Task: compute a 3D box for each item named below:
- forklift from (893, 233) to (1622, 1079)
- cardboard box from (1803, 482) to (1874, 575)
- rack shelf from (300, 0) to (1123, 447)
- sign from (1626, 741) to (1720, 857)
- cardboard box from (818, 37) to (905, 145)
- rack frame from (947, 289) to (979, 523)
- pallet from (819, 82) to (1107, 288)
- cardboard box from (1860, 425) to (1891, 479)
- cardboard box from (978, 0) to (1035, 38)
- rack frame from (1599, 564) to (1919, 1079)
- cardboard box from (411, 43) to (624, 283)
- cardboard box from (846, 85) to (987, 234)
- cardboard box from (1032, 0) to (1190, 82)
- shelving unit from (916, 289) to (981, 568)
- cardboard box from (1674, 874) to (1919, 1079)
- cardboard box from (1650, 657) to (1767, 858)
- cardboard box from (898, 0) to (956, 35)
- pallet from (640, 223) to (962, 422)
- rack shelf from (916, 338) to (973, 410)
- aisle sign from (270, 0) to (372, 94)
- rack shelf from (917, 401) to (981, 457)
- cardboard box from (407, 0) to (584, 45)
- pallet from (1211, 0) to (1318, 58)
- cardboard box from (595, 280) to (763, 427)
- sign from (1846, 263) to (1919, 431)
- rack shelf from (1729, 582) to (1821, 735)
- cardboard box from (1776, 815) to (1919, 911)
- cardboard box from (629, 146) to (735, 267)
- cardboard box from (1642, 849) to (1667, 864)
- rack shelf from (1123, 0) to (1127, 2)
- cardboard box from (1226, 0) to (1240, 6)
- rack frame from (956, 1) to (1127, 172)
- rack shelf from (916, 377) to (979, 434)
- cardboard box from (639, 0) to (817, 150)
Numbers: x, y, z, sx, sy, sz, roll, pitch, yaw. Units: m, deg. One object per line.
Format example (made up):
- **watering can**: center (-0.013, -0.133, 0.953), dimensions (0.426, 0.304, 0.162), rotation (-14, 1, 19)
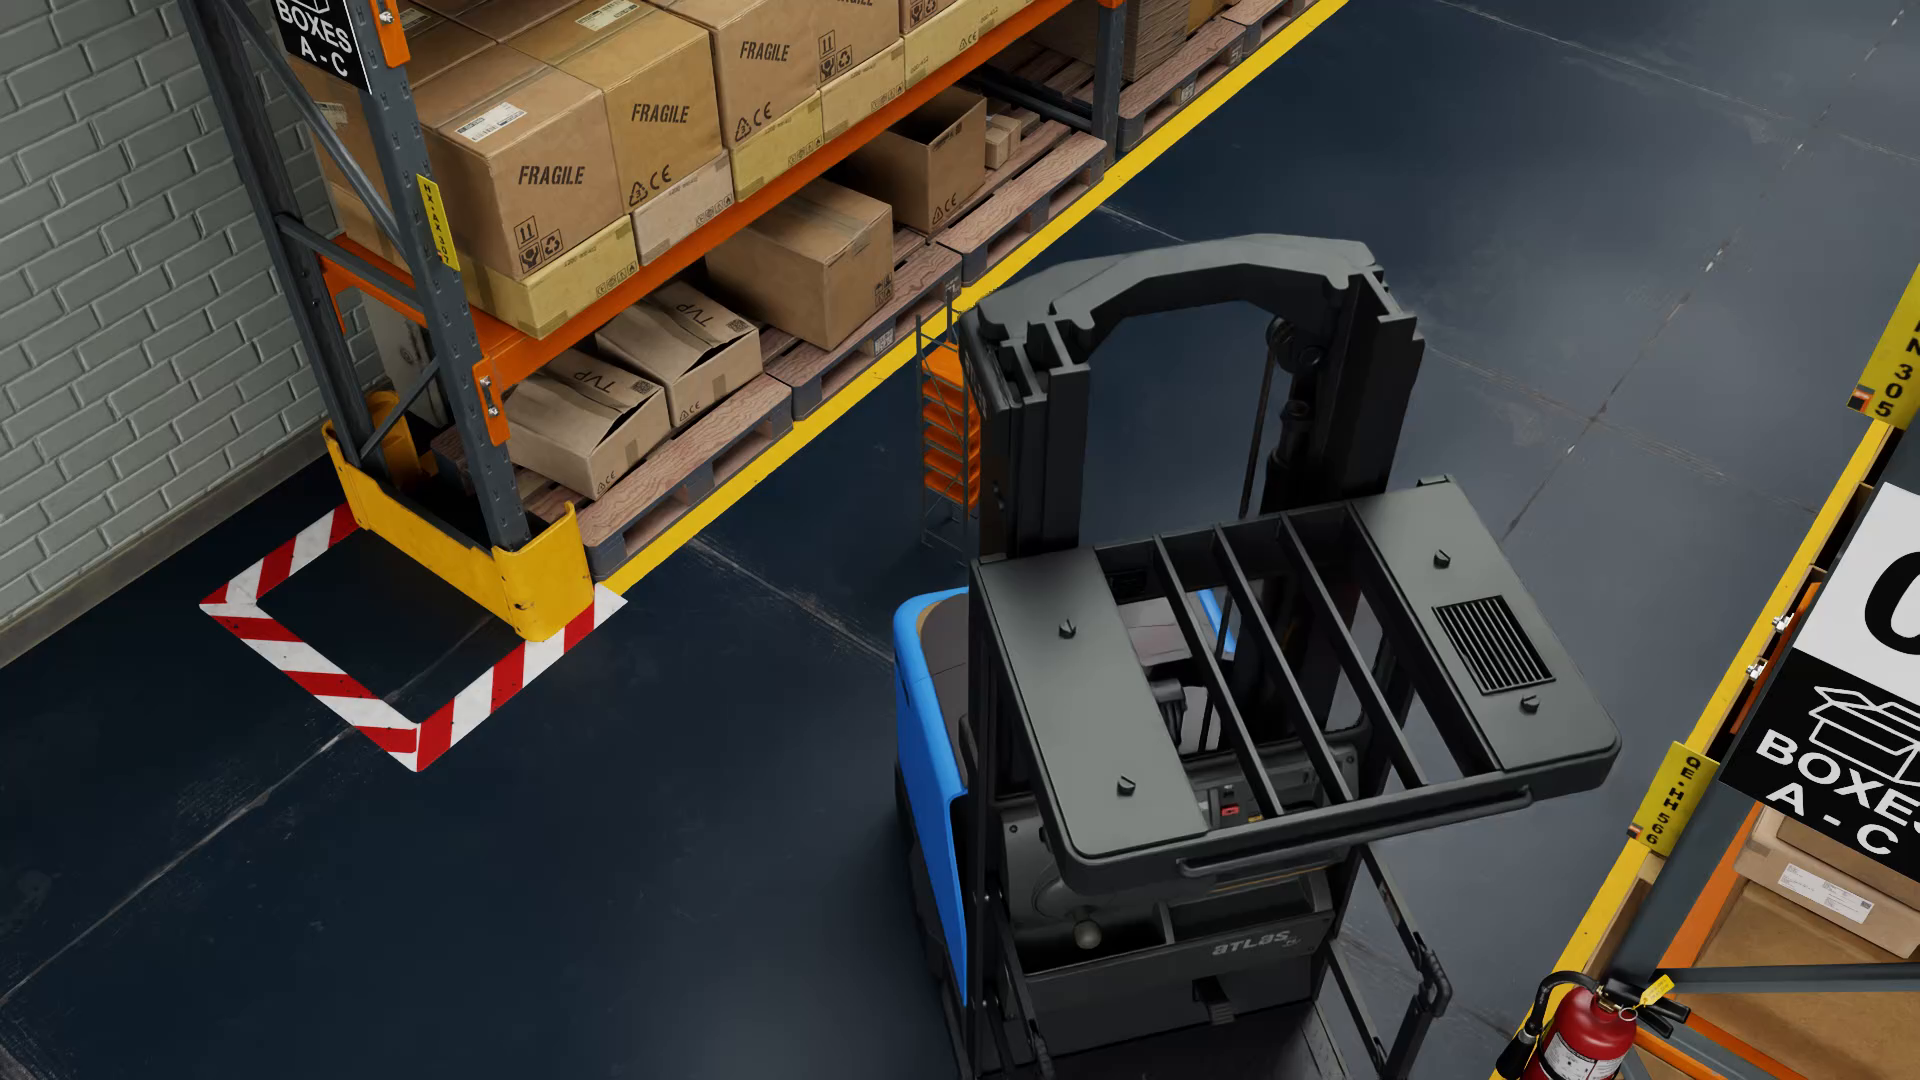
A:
- **forklift**: center (0.617, 0.870, 4.057), dimensions (1.130, 2.935, 3.031), rotation (-10, 47, -9)
- **cardboard box**: center (3.168, 0.216, 5.727), dimensions (0.500, 0.500, 0.500), rotation (29, 53, 25)
- **rack shelf**: center (-0.834, -1.824, 7.080), dimensions (1.077, 0.370, 4.000), rotation (29, 53, 25)
- **sign**: center (1.444, 0.530, 3.370), dimensions (0.100, 0.325, 0.005), rotation (29, 53, 25)
- **cardboard box**: center (-0.574, -1.903, 6.748), dimensions (0.500, 0.250, 0.500), rotation (30, 53, 25)
- **rack frame**: center (0.047, -0.459, 6.523), dimensions (0.240, 1.200, 0.006), rotation (29, 53, 25)
- **pallet**: center (0.006, -1.854, 8.540), dimensions (1.003, 0.211, 1.213), rotation (29, 53, 25)
- **cardboard box**: center (3.779, -0.357, 6.274), dimensions (0.500, 0.500, 0.500), rotation (29, 53, 25)
- **cardboard box**: center (0.027, -2.486, 7.305), dimensions (0.500, 0.250, 0.500), rotation (29, 53, 25)
- **rack frame**: center (1.865, 1.260, 3.637), dimensions (1.000, 3.000, 0.127), rotation (29, 53, 25)
- **cardboard box**: center (-1.527, -1.283, 5.637), dimensions (0.500, 0.500, 0.500), rotation (29, 53, 25)
- **cardboard box**: center (-0.215, -1.894, 8.074), dimensions (0.500, 0.500, 0.500), rotation (25, 51, 22)
- **cardboard box**: center (0.825, -2.934, 9.068), dimensions (0.700, 0.500, 0.500), rotation (31, 54, 26)
- **shelving unit**: center (-0.009, -0.406, 6.473), dimensions (0.258, 1.200, 0.189), rotation (29, 53, 25)
- **cardboard box**: center (2.161, 0.964, 3.851), dimensions (0.700, 0.500, 0.500), rotation (29, 53, 25)
- **cardboard box**: center (2.557, 0.788, 5.180), dimensions (0.500, 0.500, 0.500), rotation (29, 53, 25)
- **cardboard box**: center (-0.273, -2.453, 6.754), dimensions (0.500, 0.500, 0.500), rotation (28, 52, 24)
- **pallet**: center (-0.740, -1.153, 7.870), dimensions (1.003, 0.211, 1.213), rotation (29, 53, 25)
- **rack shelf**: center (-0.009, -0.624, 6.245), dimensions (0.258, 0.103, 0.180), rotation (29, 53, 25)
- **aisle sign**: center (-1.864, -1.653, 4.621), dimensions (0.394, 0.787, 0.004), rotation (29, 53, 25)
- **rack shelf**: center (-0.009, -0.458, 6.418), dimensions (0.258, 0.103, 0.180), rotation (29, 53, 25)
- **cardboard box**: center (-1.622, -1.790, 6.121), dimensions (0.500, 0.500, 0.500), rotation (30, 53, 25)
- **pallet**: center (1.609, -3.401, 10.018), dimensions (1.003, 0.211, 1.213), rotation (29, 53, 25)
- **cardboard box**: center (-1.214, -0.834, 7.192), dimensions (0.500, 0.311, 0.500), rotation (34, 55, 28)
- **sign**: center (1.444, -0.303, 2.498), dimensions (0.100, 0.325, 0.005), rotation (29, 53, 25)
- **rack shelf**: center (3.088, -0.673, 3.906), dimensions (1.077, 0.370, 4.000), rotation (29, 53, 25)
- **cardboard box**: center (2.193, 0.485, 3.411), dimensions (0.700, 0.500, 0.500), rotation (29, 53, 25)
- **cardboard box**: center (-1.201, -1.326, 6.197), dimensions (0.500, 0.250, 0.500), rotation (28, 52, 24)
- **cardboard box**: center (2.560, 1.048, 5.450), dimensions (0.500, 0.250, 0.500), rotation (29, 53, 25)
- **rack shelf**: center (1.611, -4.113, 9.267), dimensions (1.077, 0.370, 4.000), rotation (29, 53, 25)
- **cardboard box**: center (1.445, -3.526, 9.633), dimensions (0.700, 0.500, 0.500), rotation (30, 53, 25)
- **rack frame**: center (0.388, -3.217, 7.914), dimensions (1.000, 3.000, 0.127), rotation (29, 53, 25)
- **rack shelf**: center (-0.009, -0.541, 6.332), dimensions (0.258, 0.103, 0.180), rotation (29, 53, 25)
- **cardboard box**: center (-0.897, -1.854, 6.183), dimensions (0.500, 0.500, 0.500), rotation (28, 52, 24)
